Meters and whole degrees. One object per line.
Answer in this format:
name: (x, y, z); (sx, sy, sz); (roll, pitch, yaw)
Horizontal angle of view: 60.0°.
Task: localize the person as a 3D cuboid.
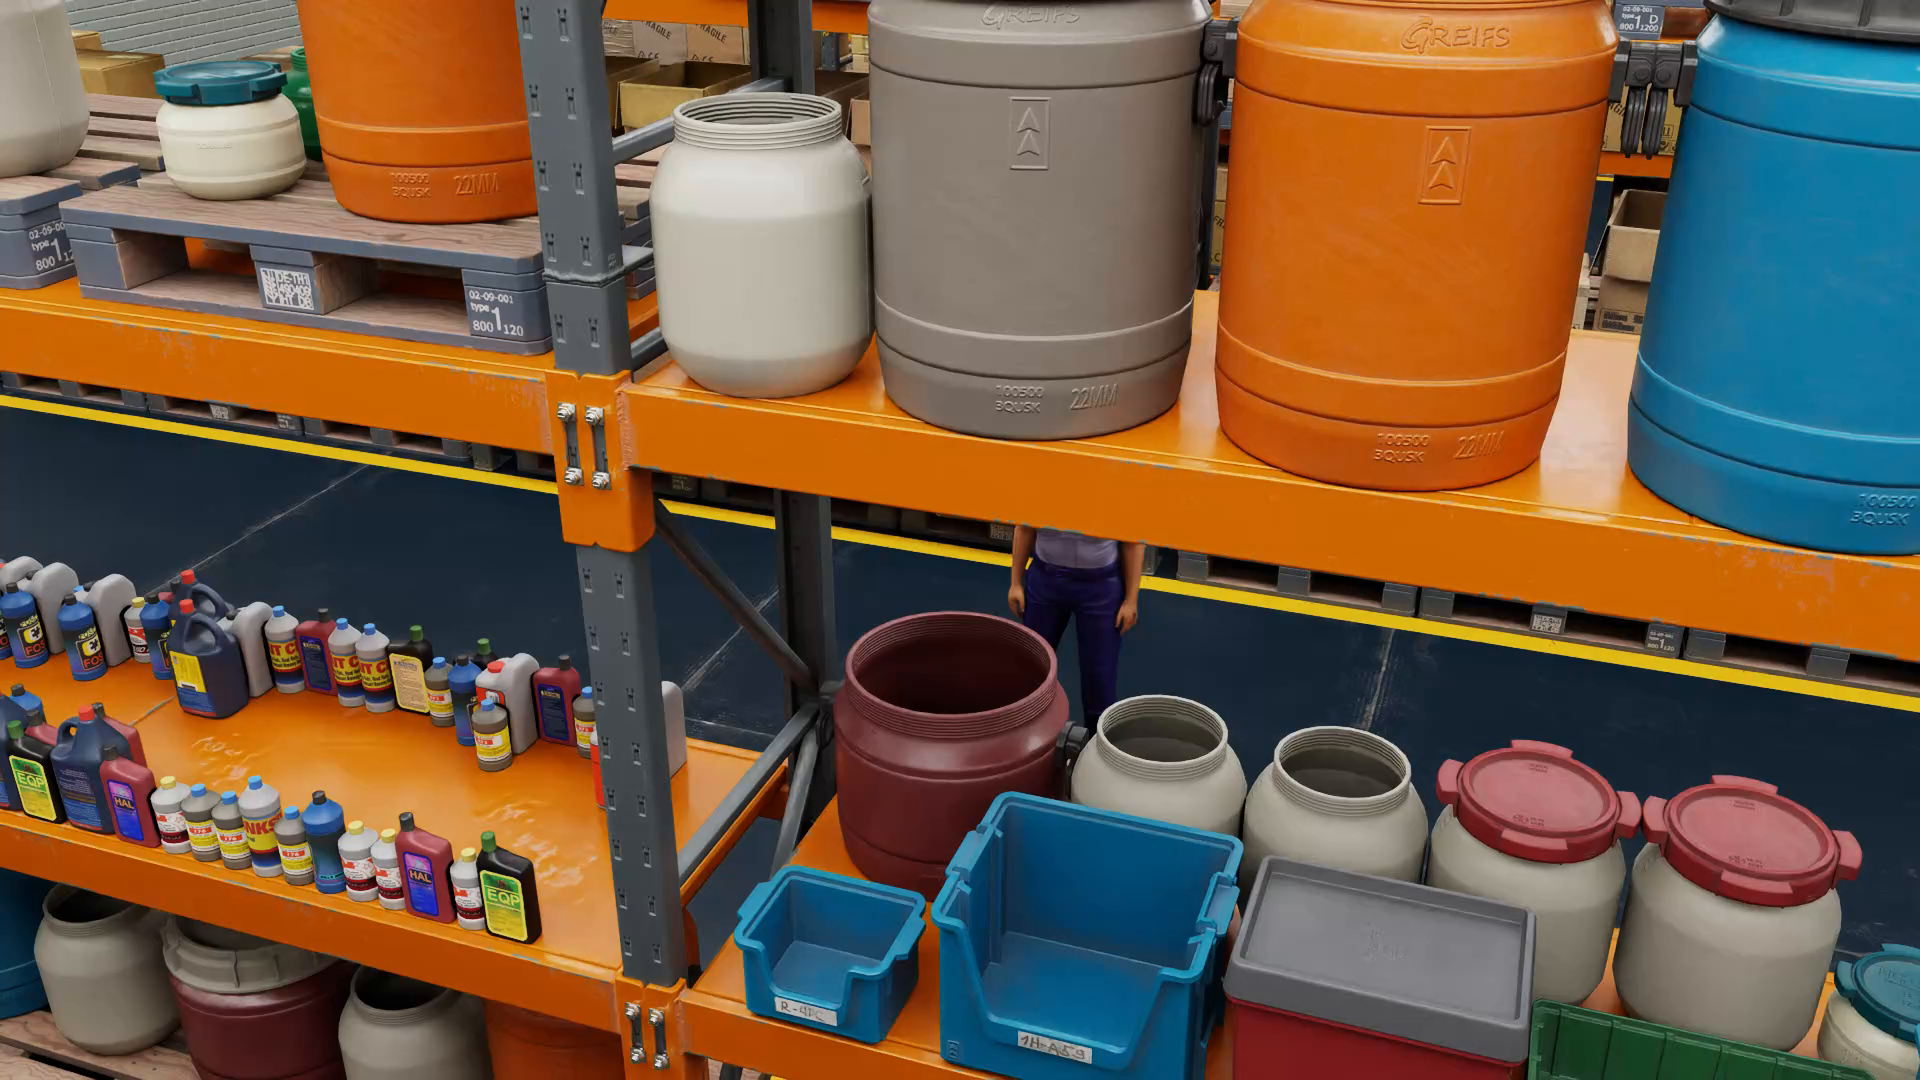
person: (0.437, 0.298, 6.706); (0.533, 1.477, 0.328); (8, 27, 16)
